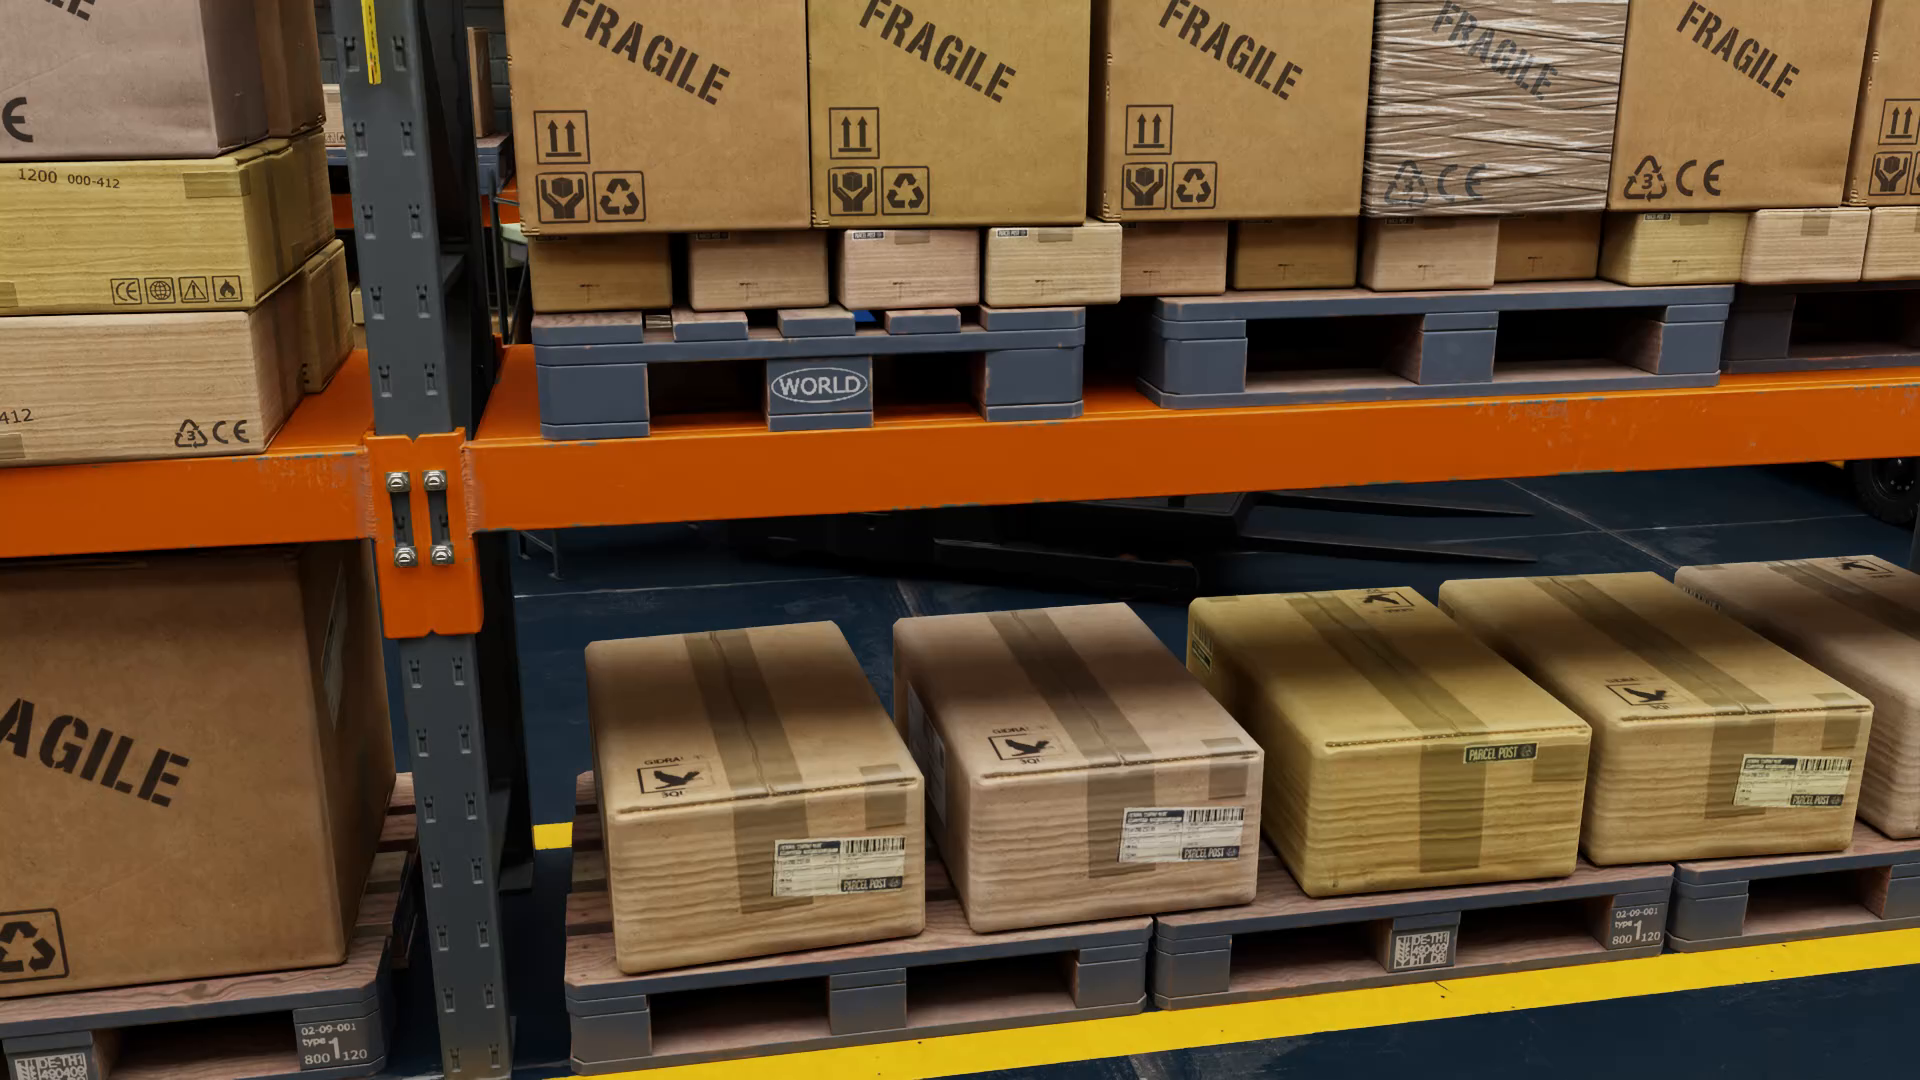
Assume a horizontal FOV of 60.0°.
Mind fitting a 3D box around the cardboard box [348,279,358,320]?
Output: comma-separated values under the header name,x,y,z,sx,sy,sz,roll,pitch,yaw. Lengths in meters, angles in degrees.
name,x,y,z,sx,sy,sz,roll,pitch,yaw
cardboard box,-2.959,-1.115,7.771,0.250,0.149,0.380,-4,17,-12

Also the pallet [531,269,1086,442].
name,x,y,z,sx,sy,sz,roll,pitch,yaw
pallet,-0.368,-0.474,3.572,1.003,0.211,1.213,-3,17,-10

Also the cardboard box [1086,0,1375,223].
name,x,y,z,sx,sy,sz,roll,pitch,yaw
cardboard box,0.469,-0.907,3.263,0.500,0.500,0.500,-3,17,-10

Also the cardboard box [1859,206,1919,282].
name,x,y,z,sx,sy,sz,roll,pitch,yaw
cardboard box,1.918,-0.656,3.552,0.250,0.149,0.380,-4,17,-11

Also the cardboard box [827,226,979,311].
name,x,y,z,sx,sy,sz,roll,pitch,yaw
cardboard box,-0.132,-0.548,3.201,0.250,0.149,0.380,-4,18,-14

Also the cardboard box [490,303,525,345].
name,x,y,z,sx,sy,sz,roll,pitch,yaw
cardboard box,-2.367,-0.846,8.000,0.500,0.500,0.500,-3,17,-9

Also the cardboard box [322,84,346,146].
name,x,y,z,sx,sy,sz,roll,pitch,yaw
cardboard box,-2.967,-1.903,7.438,0.500,0.250,0.500,-4,18,-13

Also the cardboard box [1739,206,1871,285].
name,x,y,z,sx,sy,sz,roll,pitch,yaw
cardboard box,1.669,-0.641,3.502,0.250,0.149,0.380,-3,17,-10

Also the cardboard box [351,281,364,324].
name,x,y,z,sx,sy,sz,roll,pitch,yaw
cardboard box,-2.692,-1.117,7.777,0.250,0.149,0.380,-4,18,-13

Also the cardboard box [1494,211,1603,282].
name,x,y,z,sx,sy,sz,roll,pitch,yaw
cardboard box,1.144,-0.653,3.540,0.250,0.149,0.380,-4,17,-12

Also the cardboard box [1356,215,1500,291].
name,x,y,z,sx,sy,sz,roll,pitch,yaw
cardboard box,0.903,-0.616,3.422,0.250,0.149,0.380,-3,17,-9

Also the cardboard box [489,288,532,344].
name,x,y,z,sx,sy,sz,roll,pitch,yaw
cardboard box,-2.460,-0.989,8.465,0.500,0.500,0.500,-3,17,-8

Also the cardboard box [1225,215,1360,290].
name,x,y,z,sx,sy,sz,roll,pitch,yaw
cardboard box,0.634,-0.621,3.436,0.250,0.149,0.380,-3,17,-8

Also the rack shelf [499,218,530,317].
name,x,y,z,sx,sy,sz,roll,pitch,yaw
rack shelf,-1.335,-1.045,6.332,0.720,0.370,0.431,-12,21,-34

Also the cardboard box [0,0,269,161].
name,x,y,z,sx,sy,sz,roll,pitch,yaw
cardboard box,-1.506,-0.917,2.814,0.500,0.500,0.500,-4,17,-12

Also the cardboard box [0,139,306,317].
name,x,y,z,sx,sy,sz,roll,pitch,yaw
cardboard box,-1.475,-0.562,2.937,0.500,0.250,0.500,-3,17,-11

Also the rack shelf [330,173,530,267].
name,x,y,z,sx,sy,sz,roll,pitch,yaw
rack shelf,-3.957,-1.471,7.716,4.000,0.370,1.077,-3,17,-10

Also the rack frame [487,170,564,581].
name,x,y,z,sx,sy,sz,roll,pitch,yaw
rack frame,-1.630,-0.609,6.240,0.023,1.500,0.400,-12,21,-34

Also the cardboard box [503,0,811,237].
name,x,y,z,sx,sy,sz,roll,pitch,yaw
cardboard box,-0.562,-0.844,3.059,0.500,0.500,0.500,-4,17,-12

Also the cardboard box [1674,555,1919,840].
name,x,y,z,sx,sy,sz,roll,pitch,yaw
cardboard box,2.365,0.367,4.267,0.625,0.372,0.950,-3,17,-10

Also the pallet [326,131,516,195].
name,x,y,z,sx,sy,sz,roll,pitch,yaw
pallet,-2.645,-1.776,7.812,1.003,0.211,1.213,-3,17,-10

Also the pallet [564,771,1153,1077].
name,x,y,z,sx,sy,sz,roll,pitch,yaw
pallet,-0.280,0.795,3.865,1.213,0.211,1.003,-3,17,-10

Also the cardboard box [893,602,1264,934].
name,x,y,z,sx,sy,sz,roll,pitch,yaw
cardboard box,0.232,0.488,3.874,0.625,0.372,0.950,-4,17,-12

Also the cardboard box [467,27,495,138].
name,x,y,z,sx,sy,sz,roll,pitch,yaw
cardboard box,-2.528,-2.191,7.950,0.500,0.500,0.500,-2,17,-8

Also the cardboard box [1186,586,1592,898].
name,x,y,z,sx,sy,sz,roll,pitch,yaw
cardboard box,0.978,0.448,4.006,0.625,0.372,0.950,-3,17,-9

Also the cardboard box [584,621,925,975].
name,x,y,z,sx,sy,sz,roll,pitch,yaw
cardboard box,-0.491,0.532,3.732,0.625,0.372,0.950,-4,18,-14

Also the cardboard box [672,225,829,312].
name,x,y,z,sx,sy,sz,roll,pitch,yaw
cardboard box,-0.409,-0.546,3.194,0.250,0.149,0.380,-4,18,-14

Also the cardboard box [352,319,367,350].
name,x,y,z,sx,sy,sz,roll,pitch,yaw
cardboard box,-2.861,-0.821,7.919,0.500,0.500,0.500,-4,17,-11

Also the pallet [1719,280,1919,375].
name,x,y,z,sx,sy,sz,roll,pitch,yaw
pallet,2.102,-0.626,4.067,1.213,0.211,1.003,-3,17,-10

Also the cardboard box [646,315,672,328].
name,x,y,z,sx,sy,sz,roll,pitch,yaw
cardboard box,-1.378,-1.022,8.360,0.625,0.625,0.875,-3,17,-9

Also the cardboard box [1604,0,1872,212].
name,x,y,z,sx,sy,sz,roll,pitch,yaw
cardboard box,1.475,-0.962,3.442,0.500,0.500,0.500,-3,17,-9

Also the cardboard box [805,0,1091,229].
name,x,y,z,sx,sy,sz,roll,pitch,yaw
cardboard box,-0.052,-0.875,3.161,0.500,0.500,0.500,-2,17,-8

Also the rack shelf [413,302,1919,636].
name,x,y,z,sx,sy,sz,roll,pitch,yaw
rack shelf,0.916,-0.263,3.783,4.000,0.370,1.077,-3,17,-10

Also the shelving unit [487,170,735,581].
name,x,y,z,sx,sy,sz,roll,pitch,yaw
shelving unit,-1.335,-0.672,6.447,0.755,1.500,0.431,-12,21,-34

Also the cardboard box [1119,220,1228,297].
name,x,y,z,sx,sy,sz,roll,pitch,yaw
cardboard box,0.364,-0.594,3.348,0.250,0.149,0.380,-2,17,-7

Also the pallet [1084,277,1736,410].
name,x,y,z,sx,sy,sz,roll,pitch,yaw
pallet,0.888,-0.526,3.741,1.213,0.211,1.003,-3,17,-10

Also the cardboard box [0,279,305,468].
name,x,y,z,sx,sy,sz,roll,pitch,yaw
cardboard box,-1.495,-0.320,3.002,0.500,0.250,0.500,-4,17,-12

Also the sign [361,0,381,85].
name,x,y,z,sx,sy,sz,roll,pitch,yaw
sign,-0.939,-0.889,2.625,0.005,0.325,0.100,-3,17,-10

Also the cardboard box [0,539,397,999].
name,x,y,z,sx,sy,sz,roll,pitch,yaw
cardboard box,-1.742,0.334,3.518,0.875,0.875,0.875,-3,17,-11

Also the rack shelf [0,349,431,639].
name,x,y,z,sx,sy,sz,roll,pitch,yaw
rack shelf,-3.011,-0.040,3.058,4.000,0.370,1.077,-3,17,-10

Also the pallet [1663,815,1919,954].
name,x,y,z,sx,sy,sz,roll,pitch,yaw
pallet,2.116,0.659,4.307,1.213,0.211,1.003,-3,17,-10

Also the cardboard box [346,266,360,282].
name,x,y,z,sx,sy,sz,roll,pitch,yaw
cardboard box,-3.059,-1.259,8.238,0.250,0.149,0.380,-3,17,-10

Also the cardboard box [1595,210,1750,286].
name,x,y,z,sx,sy,sz,roll,pitch,yaw
cardboard box,1.423,-0.638,3.492,0.250,0.149,0.380,-3,17,-10

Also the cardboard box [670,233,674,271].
name,x,y,z,sx,sy,sz,roll,pitch,yaw
cardboard box,-0.521,-0.698,3.687,0.250,0.149,0.380,-3,17,-10

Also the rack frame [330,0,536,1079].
name,x,y,z,sx,sy,sz,roll,pitch,yaw
rack frame,-1.048,-0.495,3.315,0.127,3.000,1.000,-3,17,-10

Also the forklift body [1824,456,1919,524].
name,x,y,z,sx,sy,sz,roll,pitch,yaw
forklift body,4.346,-1.334,7.492,1.214,2.155,2.313,-3,17,-10

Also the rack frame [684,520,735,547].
name,x,y,z,sx,sy,sz,roll,pitch,yaw
rack frame,-1.039,-0.736,6.654,0.023,1.500,0.400,-12,21,-34

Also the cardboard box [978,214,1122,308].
name,x,y,z,sx,sy,sz,roll,pitch,yaw
cardboard box,0.142,-0.558,3.231,0.250,0.149,0.380,-3,17,-10

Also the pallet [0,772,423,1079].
name,x,y,z,sx,sy,sz,roll,pitch,yaw
pallet,-1.836,0.860,3.652,1.213,0.211,1.003,-3,17,-10

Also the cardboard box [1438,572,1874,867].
name,x,y,z,sx,sy,sz,roll,pitch,yaw
cardboard box,1.660,0.408,4.134,0.625,0.372,0.950,-2,17,-7

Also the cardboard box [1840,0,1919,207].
name,x,y,z,sx,sy,sz,roll,pitch,yaw
cardboard box,1.983,-0.989,3.530,0.500,0.500,0.500,-3,17,-10

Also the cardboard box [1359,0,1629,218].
name,x,y,z,sx,sy,sz,roll,pitch,yaw
cardboard box,0.961,-0.932,3.347,0.500,0.500,0.500,-4,18,-13

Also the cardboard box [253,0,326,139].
name,x,y,z,sx,sy,sz,roll,pitch,yaw
cardboard box,-1.578,-1.064,3.294,0.500,0.500,0.500,-4,17,-12

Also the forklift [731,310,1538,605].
name,x,y,z,sx,sy,sz,roll,pitch,yaw
forklift,0.671,-1.338,6.176,3.031,2.935,1.130,5,18,16

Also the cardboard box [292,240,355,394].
name,x,y,z,sx,sy,sz,roll,pitch,yaw
cardboard box,-1.576,-0.469,3.484,0.500,0.250,0.500,-4,17,-11

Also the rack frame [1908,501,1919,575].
name,x,y,z,sx,sy,sz,roll,pitch,yaw
rack frame,2.880,-0.718,4.040,0.127,3.000,1.000,-3,17,-10

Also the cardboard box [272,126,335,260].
name,x,y,z,sx,sy,sz,roll,pitch,yaw
cardboard box,-1.592,-0.705,3.404,0.500,0.250,0.500,-3,17,-11

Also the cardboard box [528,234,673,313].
name,x,y,z,sx,sy,sz,roll,pitch,yaw
cardboard box,-0.693,-0.540,3.175,0.250,0.149,0.380,-4,18,-14

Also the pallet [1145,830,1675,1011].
name,x,y,z,sx,sy,sz,roll,pitch,yaw
pallet,0.915,0.728,4.083,1.213,0.211,1.003,-3,17,-10
